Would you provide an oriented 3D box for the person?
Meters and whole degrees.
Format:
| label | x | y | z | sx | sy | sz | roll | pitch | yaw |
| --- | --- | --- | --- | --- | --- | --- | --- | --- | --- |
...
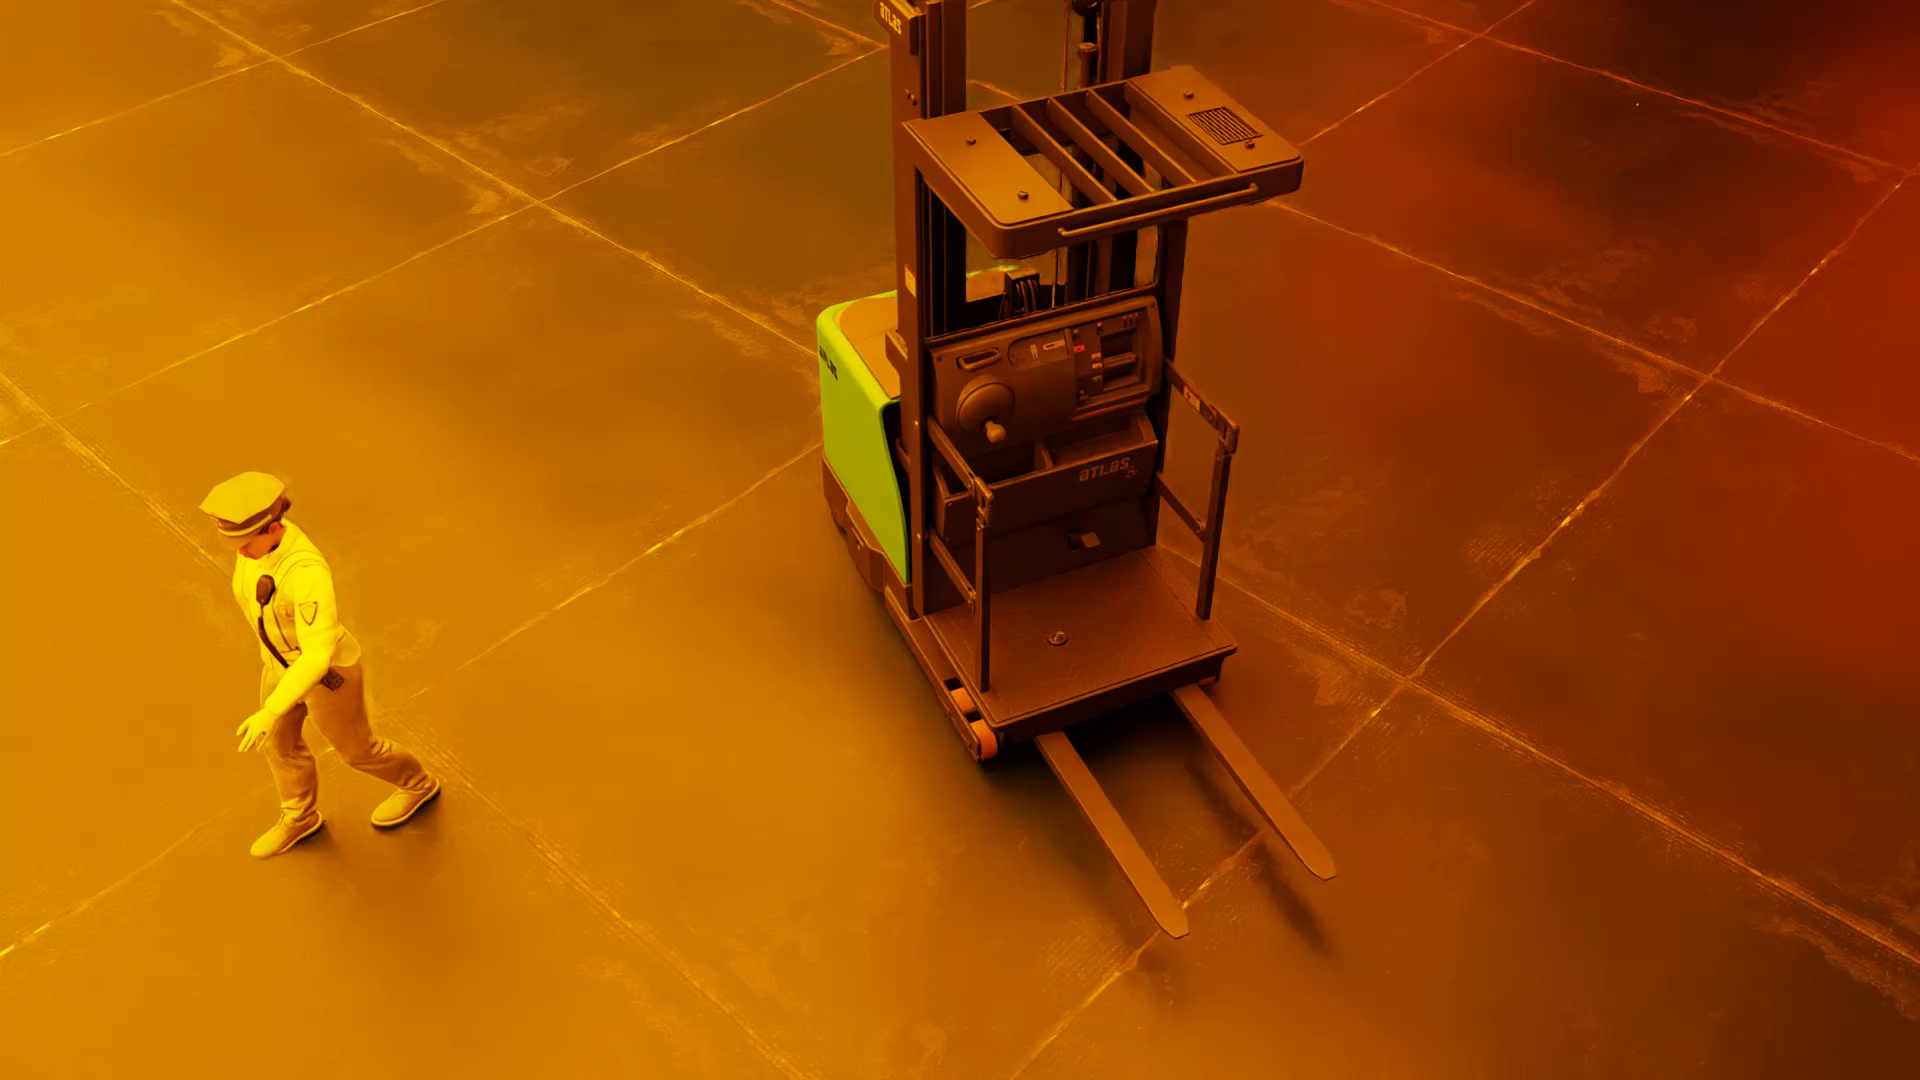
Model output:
| label | x | y | z | sx | sy | sz | roll | pitch | yaw |
| --- | --- | --- | --- | --- | --- | --- | --- | --- | --- |
| person | -2.376 | 0.466 | 5.899 | 0.694 | 1.655 | 0.901 | -33 | 50 | -32 |

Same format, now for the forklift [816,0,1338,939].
| label | x | y | z | sx | sy | sz | roll | pitch | yaw |
| --- | --- | --- | --- | --- | --- | --- | --- | --- | --- |
| forklift | 0.426 | -0.555 | 6.075 | 1.130 | 2.935 | 3.031 | -16 | 43 | -18 |
